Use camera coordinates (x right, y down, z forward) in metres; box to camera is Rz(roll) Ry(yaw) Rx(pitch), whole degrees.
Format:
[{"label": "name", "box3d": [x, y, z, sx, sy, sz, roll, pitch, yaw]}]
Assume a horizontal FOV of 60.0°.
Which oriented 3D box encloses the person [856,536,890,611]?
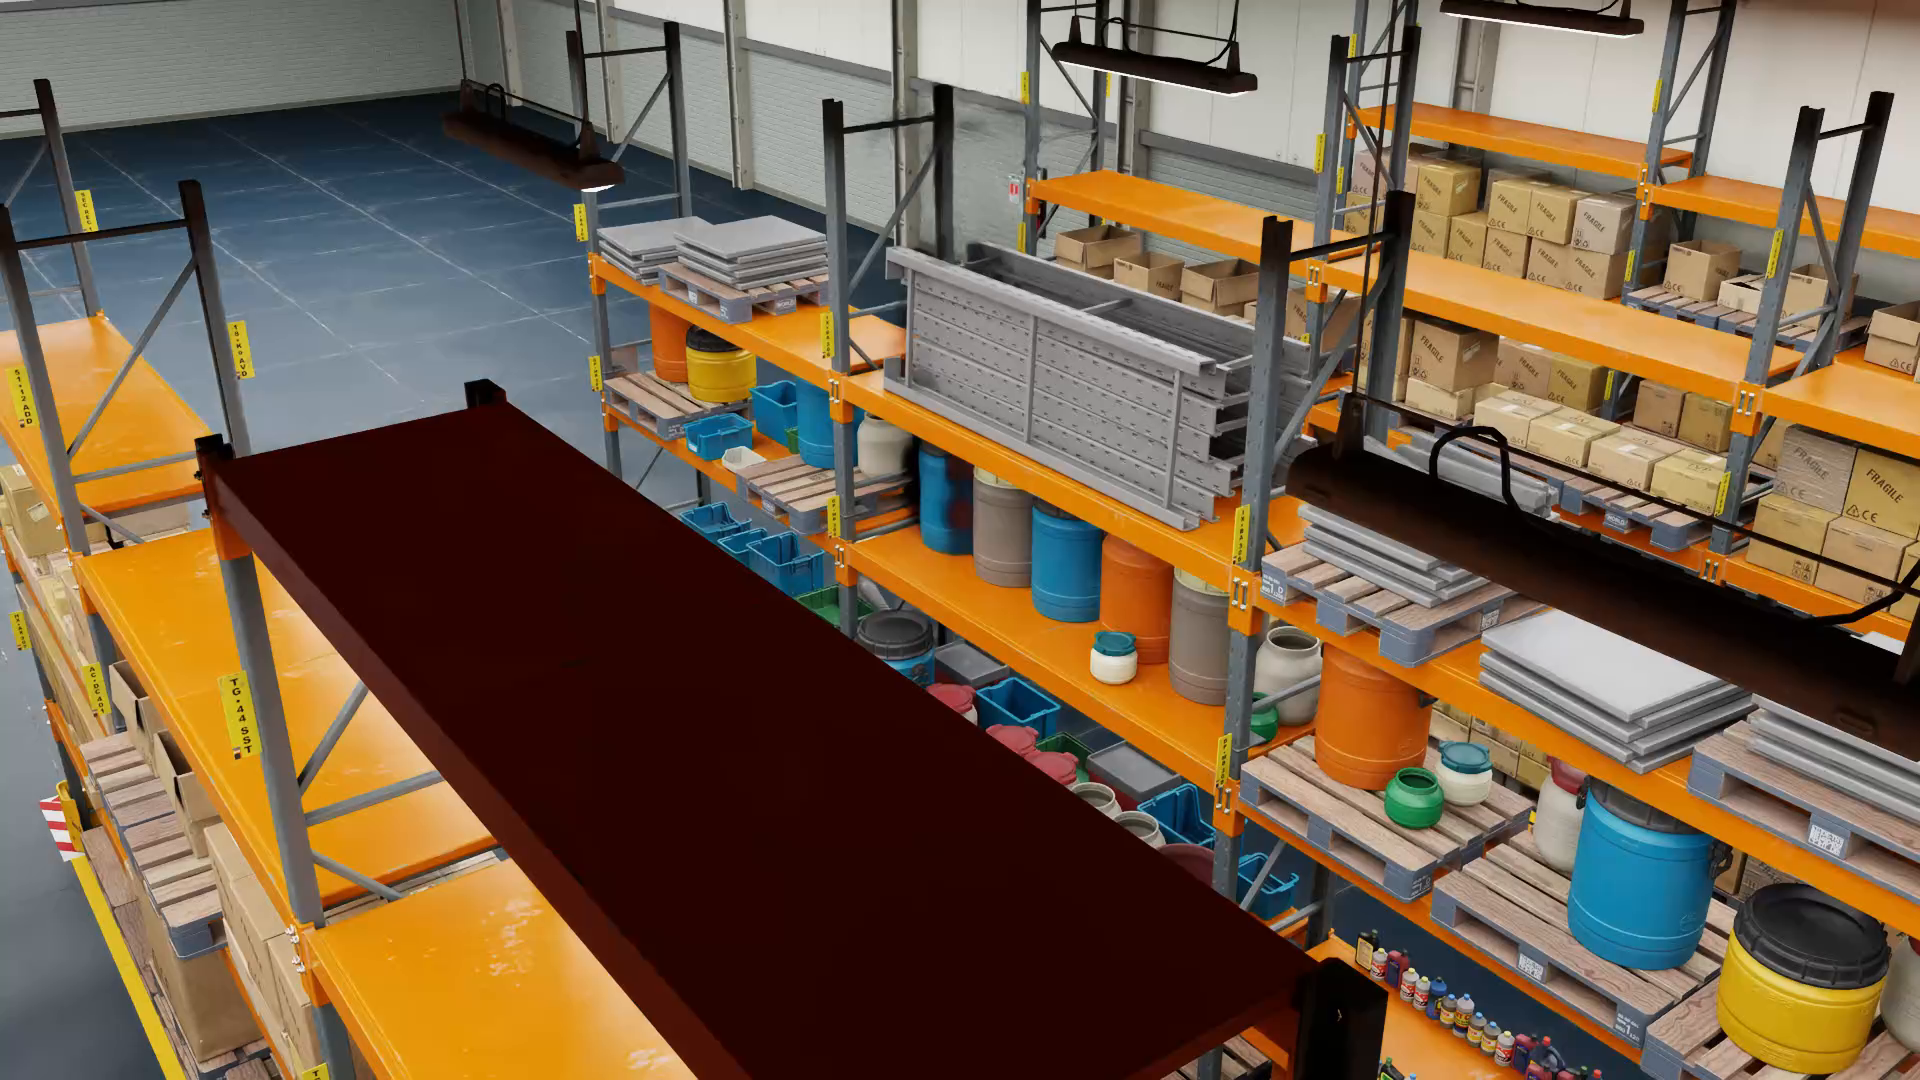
[{"label": "person", "box3d": [-1.050, 0.068, 16.760, 0.886, 1.795, 0.718, 21, 32, 38]}]
